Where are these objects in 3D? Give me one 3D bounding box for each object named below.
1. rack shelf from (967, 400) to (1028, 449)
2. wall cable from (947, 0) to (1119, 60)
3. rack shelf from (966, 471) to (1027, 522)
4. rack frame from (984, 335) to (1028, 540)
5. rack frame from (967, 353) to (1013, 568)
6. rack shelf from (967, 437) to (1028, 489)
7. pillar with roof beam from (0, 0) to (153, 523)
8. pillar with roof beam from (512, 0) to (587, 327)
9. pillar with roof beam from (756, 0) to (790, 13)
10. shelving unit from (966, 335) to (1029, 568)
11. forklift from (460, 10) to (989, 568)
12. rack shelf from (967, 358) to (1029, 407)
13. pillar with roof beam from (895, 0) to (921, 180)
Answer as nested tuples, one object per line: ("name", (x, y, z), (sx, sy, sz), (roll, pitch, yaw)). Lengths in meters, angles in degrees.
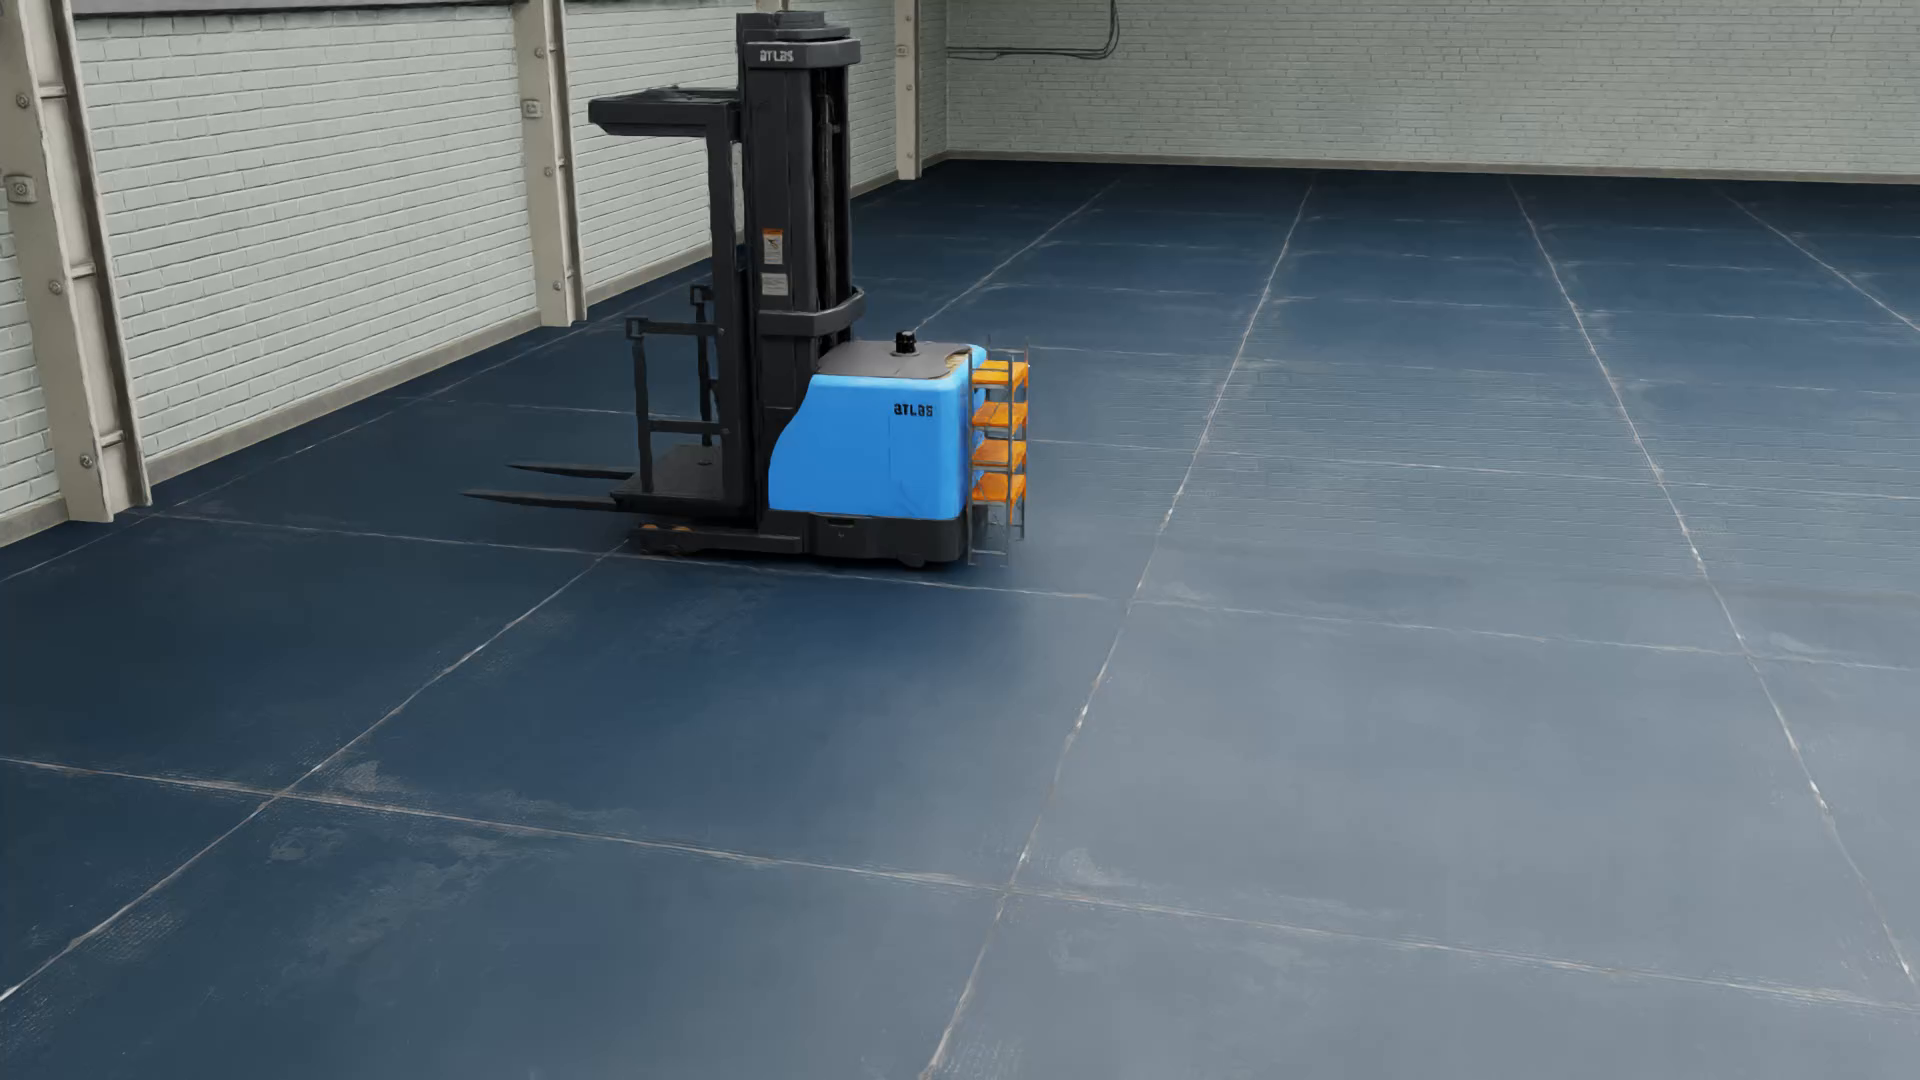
("rack shelf", (0.212, -0.646, 9.237), (0.258, 0.148, 0.480), (4, 19, 11))
("wall cable", (1.183, -9.426, 28.165), (3.097, 2.526, 0.112), (5, 19, 13))
("rack shelf", (0.210, -0.247, 9.374), (0.258, 0.148, 0.480), (4, 19, 11))
("rack frame", (0.261, -0.575, 9.514), (0.240, 1.200, 0.015), (4, 19, 11))
("rack frame", (0.162, -0.421, 9.062), (0.240, 1.200, 0.015), (4, 19, 11))
("rack shelf", (0.211, -0.435, 9.309), (0.258, 0.148, 0.480), (4, 19, 11))
("pillar with roof beam", (-1.042, -4.094, 7.753), (9.100, 9.000, 0.400), (5, 19, 13))
("pillar with roof beam", (0.424, -5.975, 13.259), (9.100, 9.000, 0.400), (5, 19, 13))
("pillar with roof beam", (1.889, -7.856, 18.764), (9.100, 9.000, 0.400), (5, 19, 13))
("shelving unit", (0.212, -0.498, 9.288), (0.258, 1.200, 0.503), (4, 19, 11))
("forklift", (-1.399, -1.456, 9.416), (3.031, 2.935, 1.130), (4, 19, 11))
("rack shelf", (0.214, -0.870, 9.160), (0.258, 0.148, 0.480), (4, 19, 11))
("pillar with roof beam", (3.355, -9.736, 24.270), (9.100, 9.000, 0.400), (5, 19, 13))
